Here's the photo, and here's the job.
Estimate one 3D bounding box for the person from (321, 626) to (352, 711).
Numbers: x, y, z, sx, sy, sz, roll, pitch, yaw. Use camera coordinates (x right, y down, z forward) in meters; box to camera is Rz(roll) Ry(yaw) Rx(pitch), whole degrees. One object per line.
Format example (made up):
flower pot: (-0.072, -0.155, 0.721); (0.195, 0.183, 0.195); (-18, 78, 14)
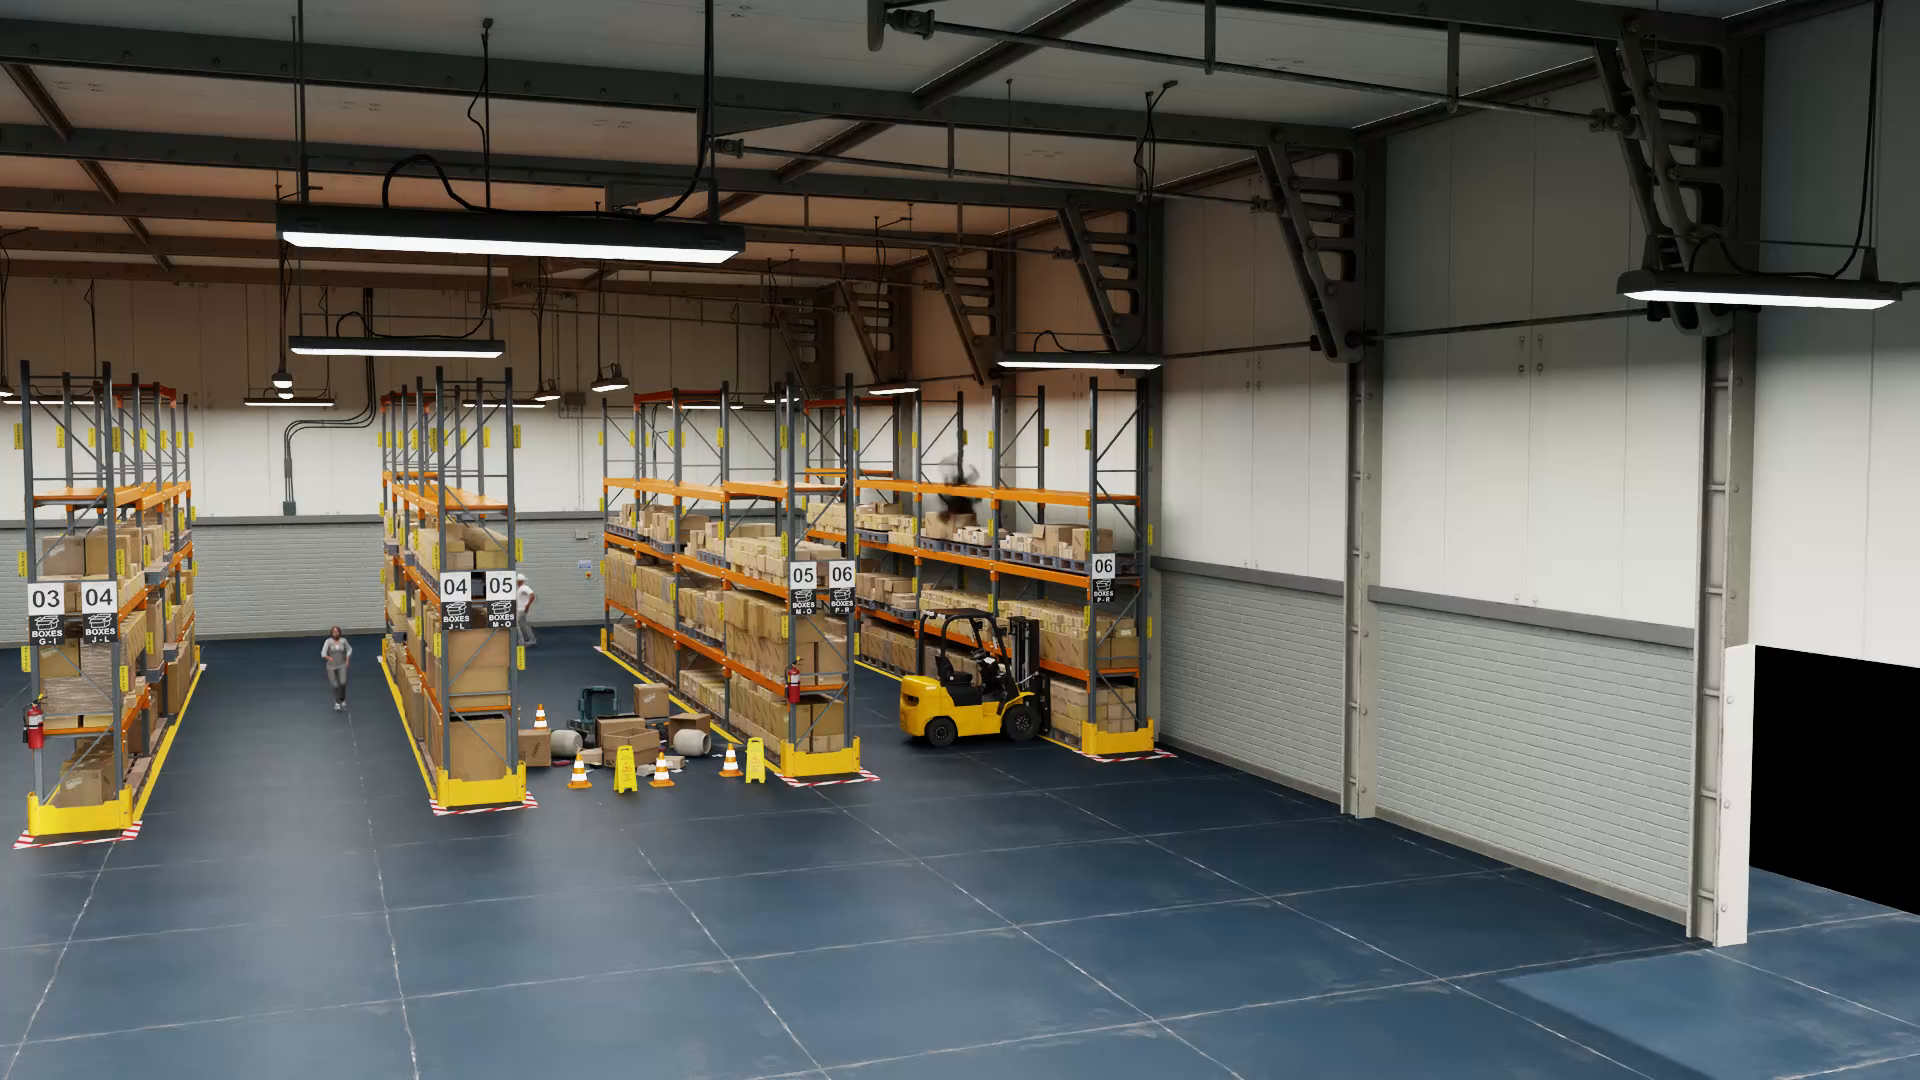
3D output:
person: (-11.480, 2.372, 30.634); (0.530, 1.561, 0.631); (-1, 4, -21)

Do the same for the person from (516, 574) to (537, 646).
person: (-10.570, 1.734, 40.040); (0.736, 1.831, 0.722); (-1, 4, -23)
